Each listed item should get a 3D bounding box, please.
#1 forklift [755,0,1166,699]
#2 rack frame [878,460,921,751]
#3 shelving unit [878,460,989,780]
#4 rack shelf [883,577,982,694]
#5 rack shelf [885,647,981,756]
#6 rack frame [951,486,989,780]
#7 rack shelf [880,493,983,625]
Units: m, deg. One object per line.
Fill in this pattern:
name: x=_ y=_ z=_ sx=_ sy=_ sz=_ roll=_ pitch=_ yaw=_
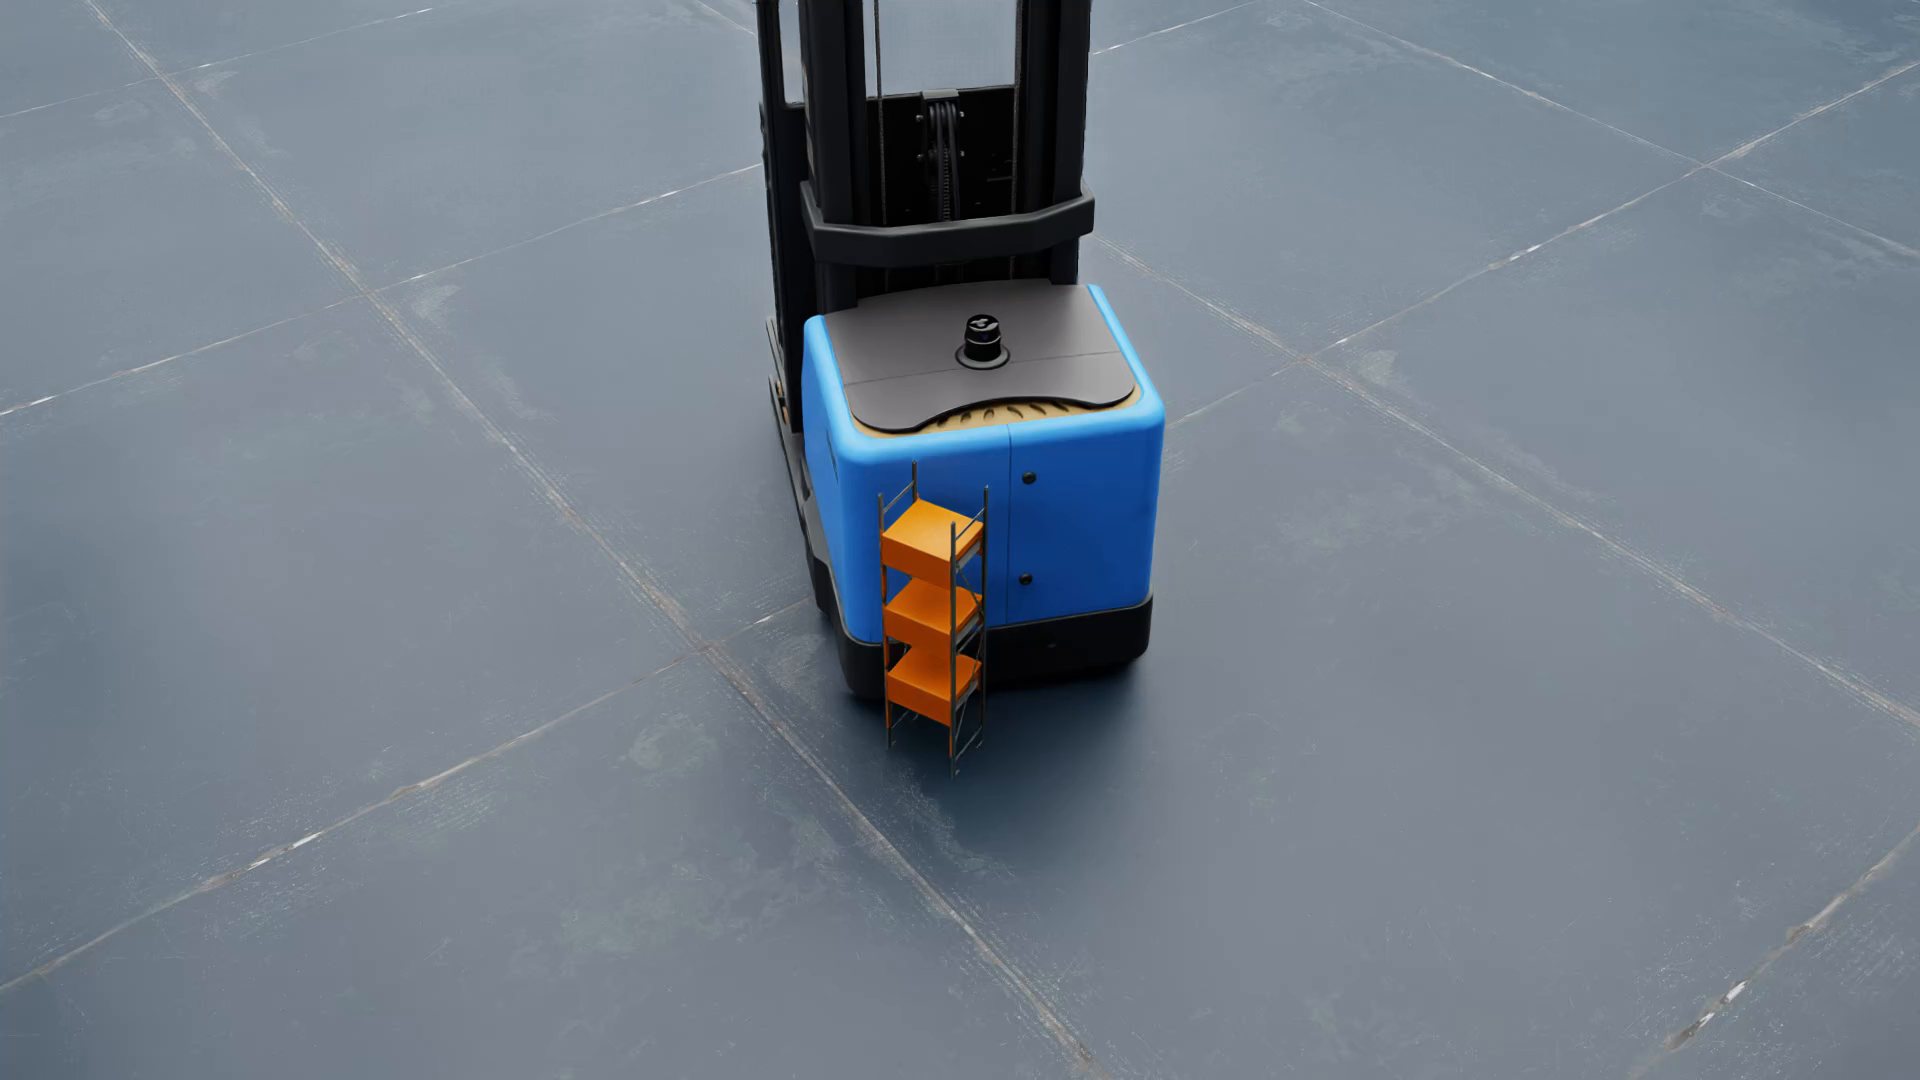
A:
forklift: x=-0.166 y=-1.548 z=5.826 sx=1.130 sy=2.935 sz=3.031 roll=-8 pitch=40 yaw=-9
rack frame: x=-0.182 y=0.226 z=5.146 sx=0.008 sy=1.050 sz=0.200 roll=21 pitch=44 yaw=23
shelving unit: x=-0.077 y=0.266 z=5.098 sx=0.252 sy=1.050 sz=0.215 roll=21 pitch=44 yaw=23
rack shelf: x=-0.077 y=0.274 z=5.104 sx=0.240 sy=0.259 sz=0.215 roll=21 pitch=44 yaw=23
rack shelf: x=-0.078 y=0.489 z=5.281 sx=0.240 sy=0.259 sz=0.215 roll=21 pitch=44 yaw=23
rack frame: x=0.027 y=0.306 z=5.049 sx=0.008 sy=1.050 sz=0.200 roll=21 pitch=44 yaw=23
rack shelf: x=-0.077 y=0.055 z=4.924 sx=0.240 sy=0.259 sz=0.215 roll=21 pitch=44 yaw=23
